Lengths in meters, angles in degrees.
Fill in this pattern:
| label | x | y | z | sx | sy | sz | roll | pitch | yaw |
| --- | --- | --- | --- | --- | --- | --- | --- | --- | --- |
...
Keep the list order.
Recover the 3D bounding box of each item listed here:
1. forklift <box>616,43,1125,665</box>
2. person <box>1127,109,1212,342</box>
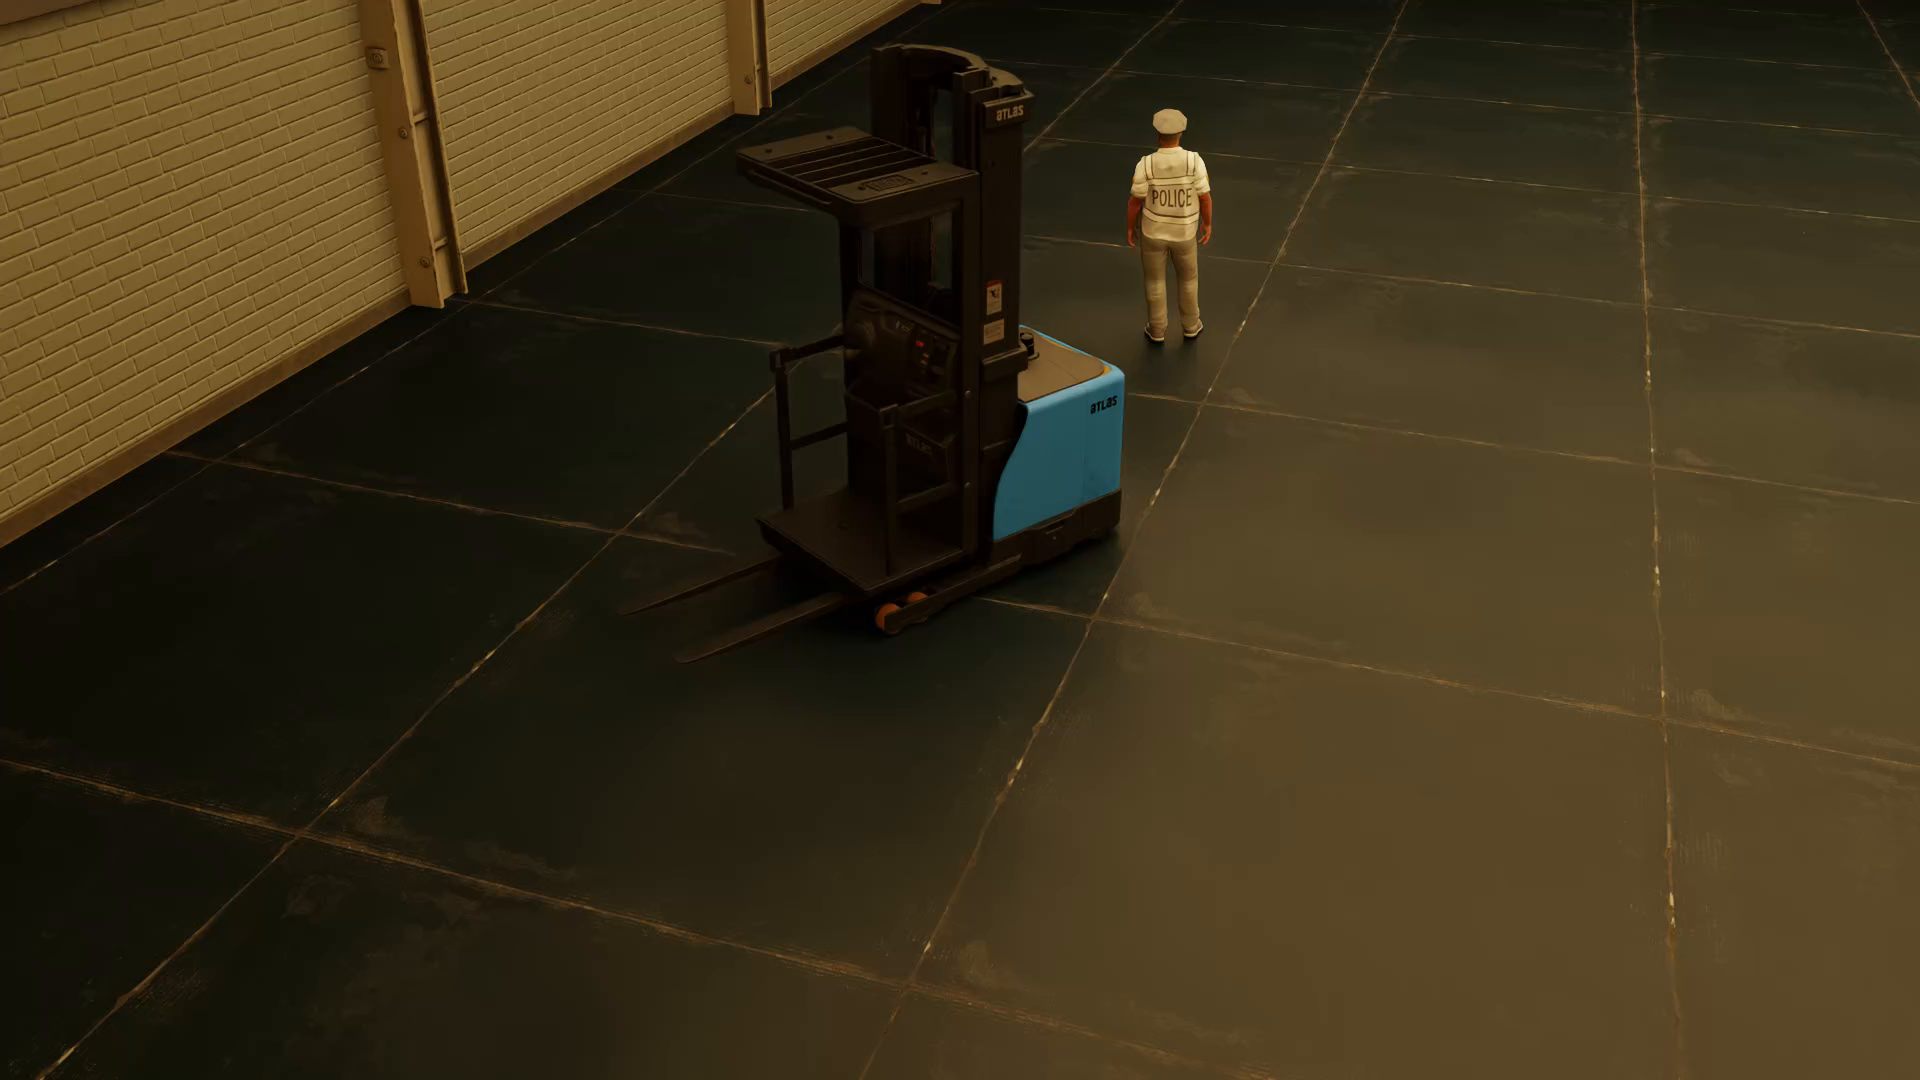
| label | x | y | z | sx | sy | sz | roll | pitch | yaw |
| --- | --- | --- | --- | --- | --- | --- | --- | --- | --- |
| forklift | -0.483 | -1.048 | 8.975 | 3.031 | 2.935 | 1.130 | -22 | 37 | -34 |
| person | 1.559 | -2.345 | 12.397 | 0.640 | 1.780 | 0.576 | 2 | 30 | 4 |
